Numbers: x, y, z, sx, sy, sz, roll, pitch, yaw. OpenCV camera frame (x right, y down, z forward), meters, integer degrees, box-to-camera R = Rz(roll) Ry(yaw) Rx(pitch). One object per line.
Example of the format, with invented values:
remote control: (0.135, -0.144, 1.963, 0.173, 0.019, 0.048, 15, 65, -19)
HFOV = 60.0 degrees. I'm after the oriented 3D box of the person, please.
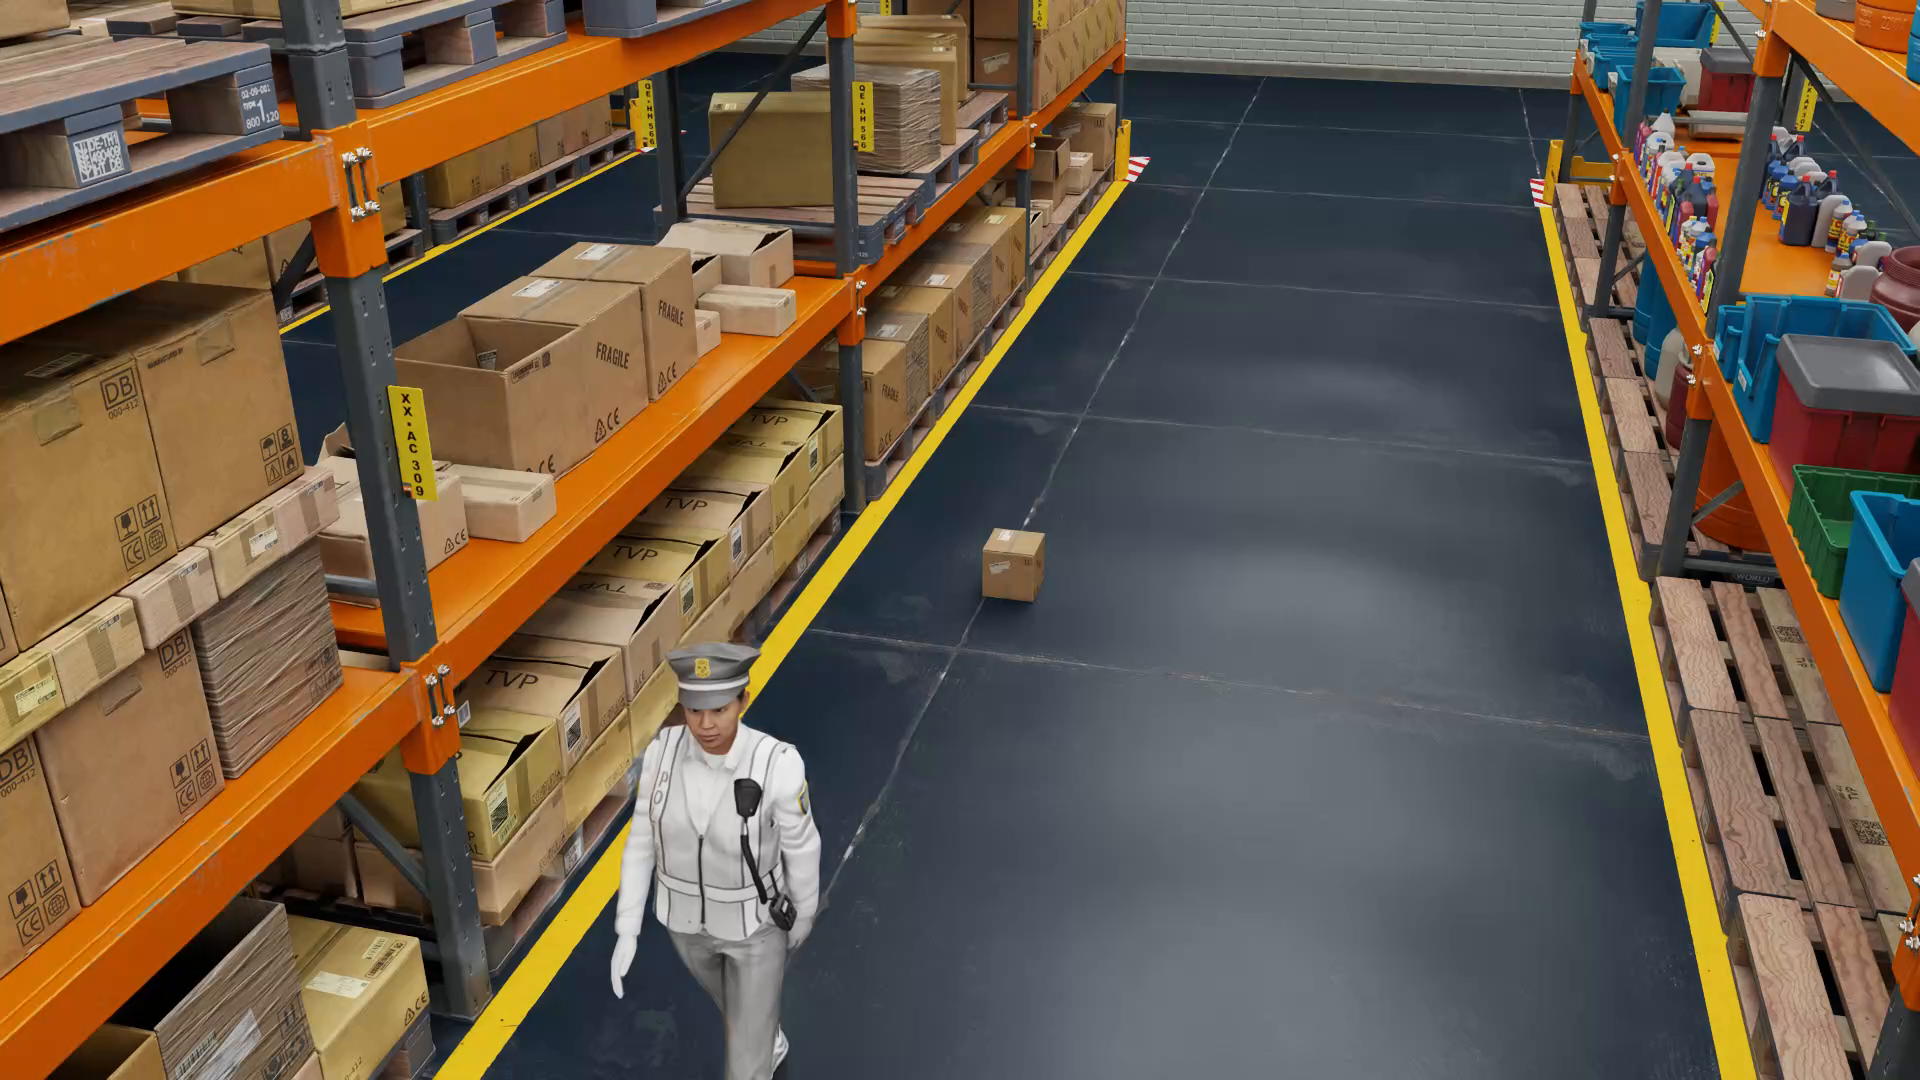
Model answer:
person: (-0.662, 1.035, 4.382, 0.499, 1.636, 0.953, 7, 26, 14)
